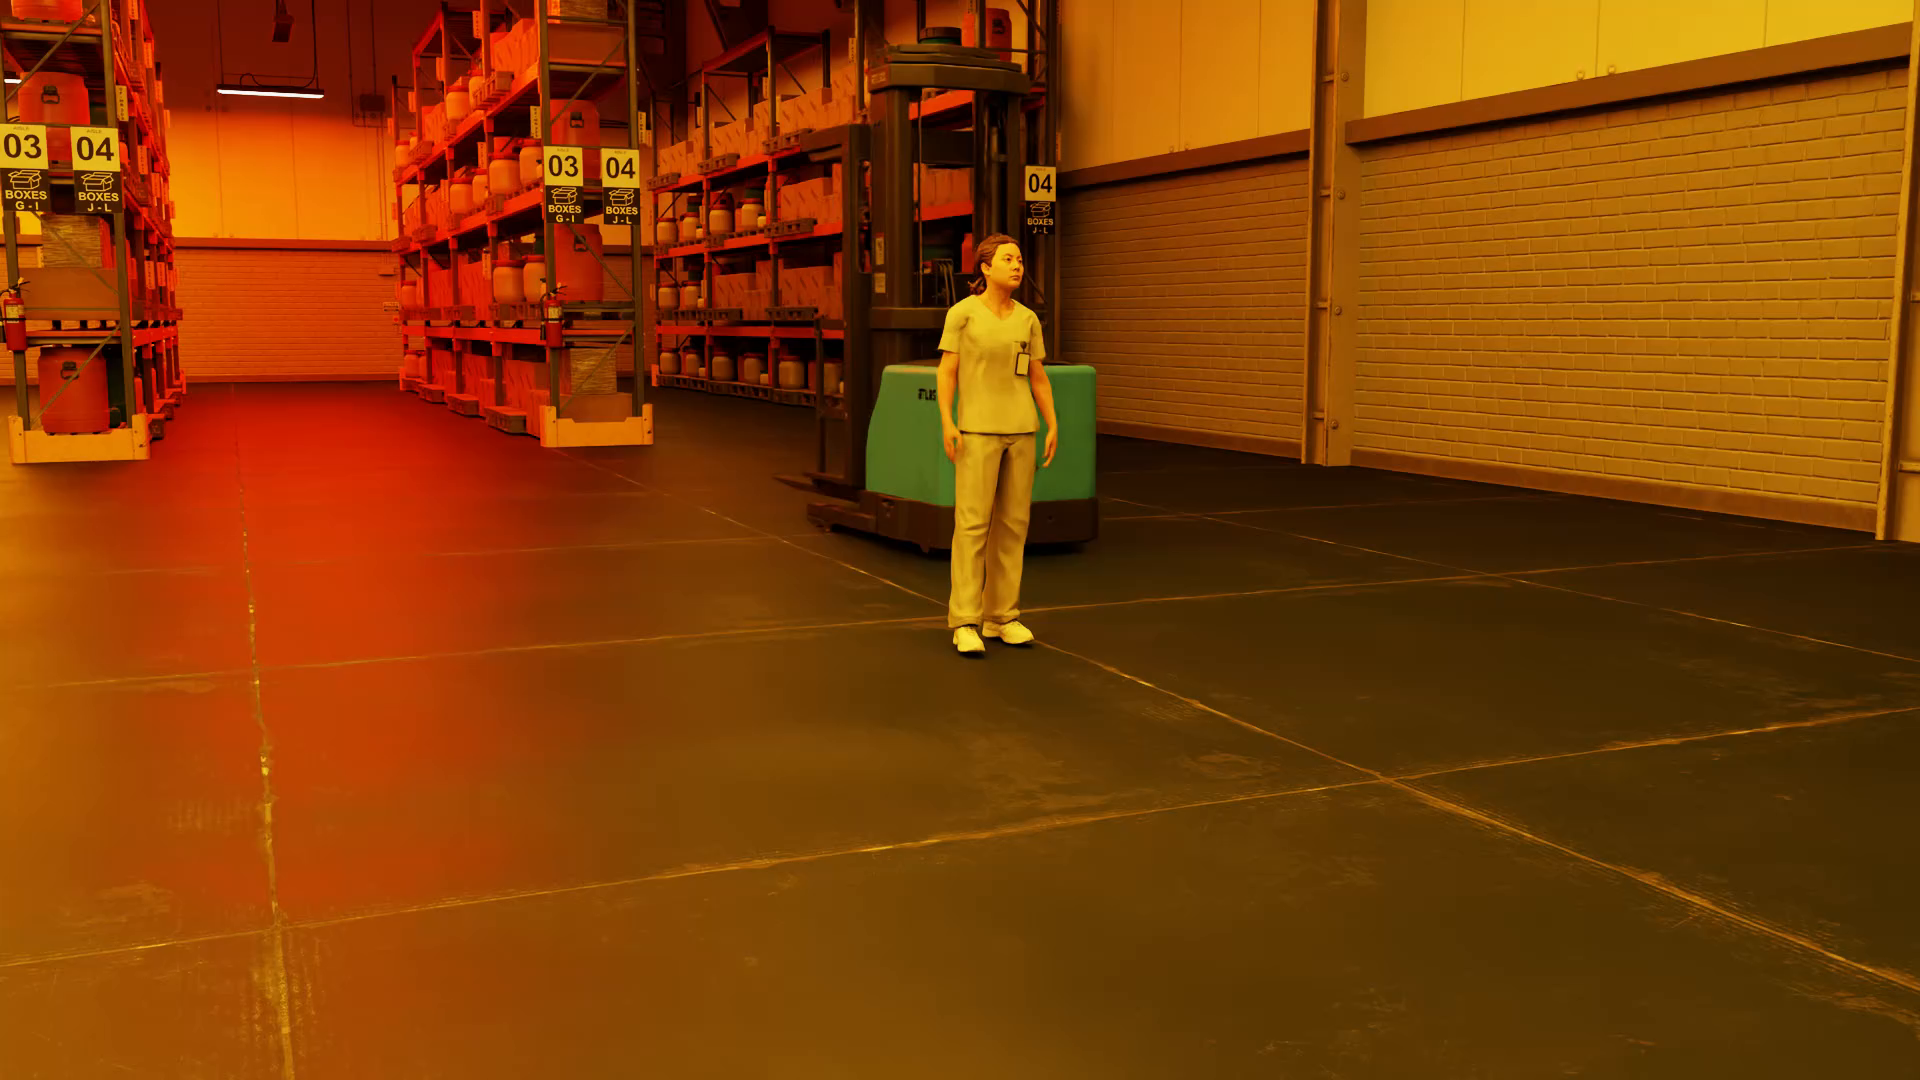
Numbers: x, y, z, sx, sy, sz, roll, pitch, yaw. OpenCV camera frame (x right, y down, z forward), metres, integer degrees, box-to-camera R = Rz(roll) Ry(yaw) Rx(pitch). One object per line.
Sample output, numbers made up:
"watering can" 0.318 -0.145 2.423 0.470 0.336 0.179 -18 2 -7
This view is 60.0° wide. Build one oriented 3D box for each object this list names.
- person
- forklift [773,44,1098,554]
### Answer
"person" 0.172 -0.412 6.814 0.549 1.676 0.549 -3 8 -24
"forklift" -0.333 -1.531 10.551 1.130 2.935 3.031 -4 8 -28
